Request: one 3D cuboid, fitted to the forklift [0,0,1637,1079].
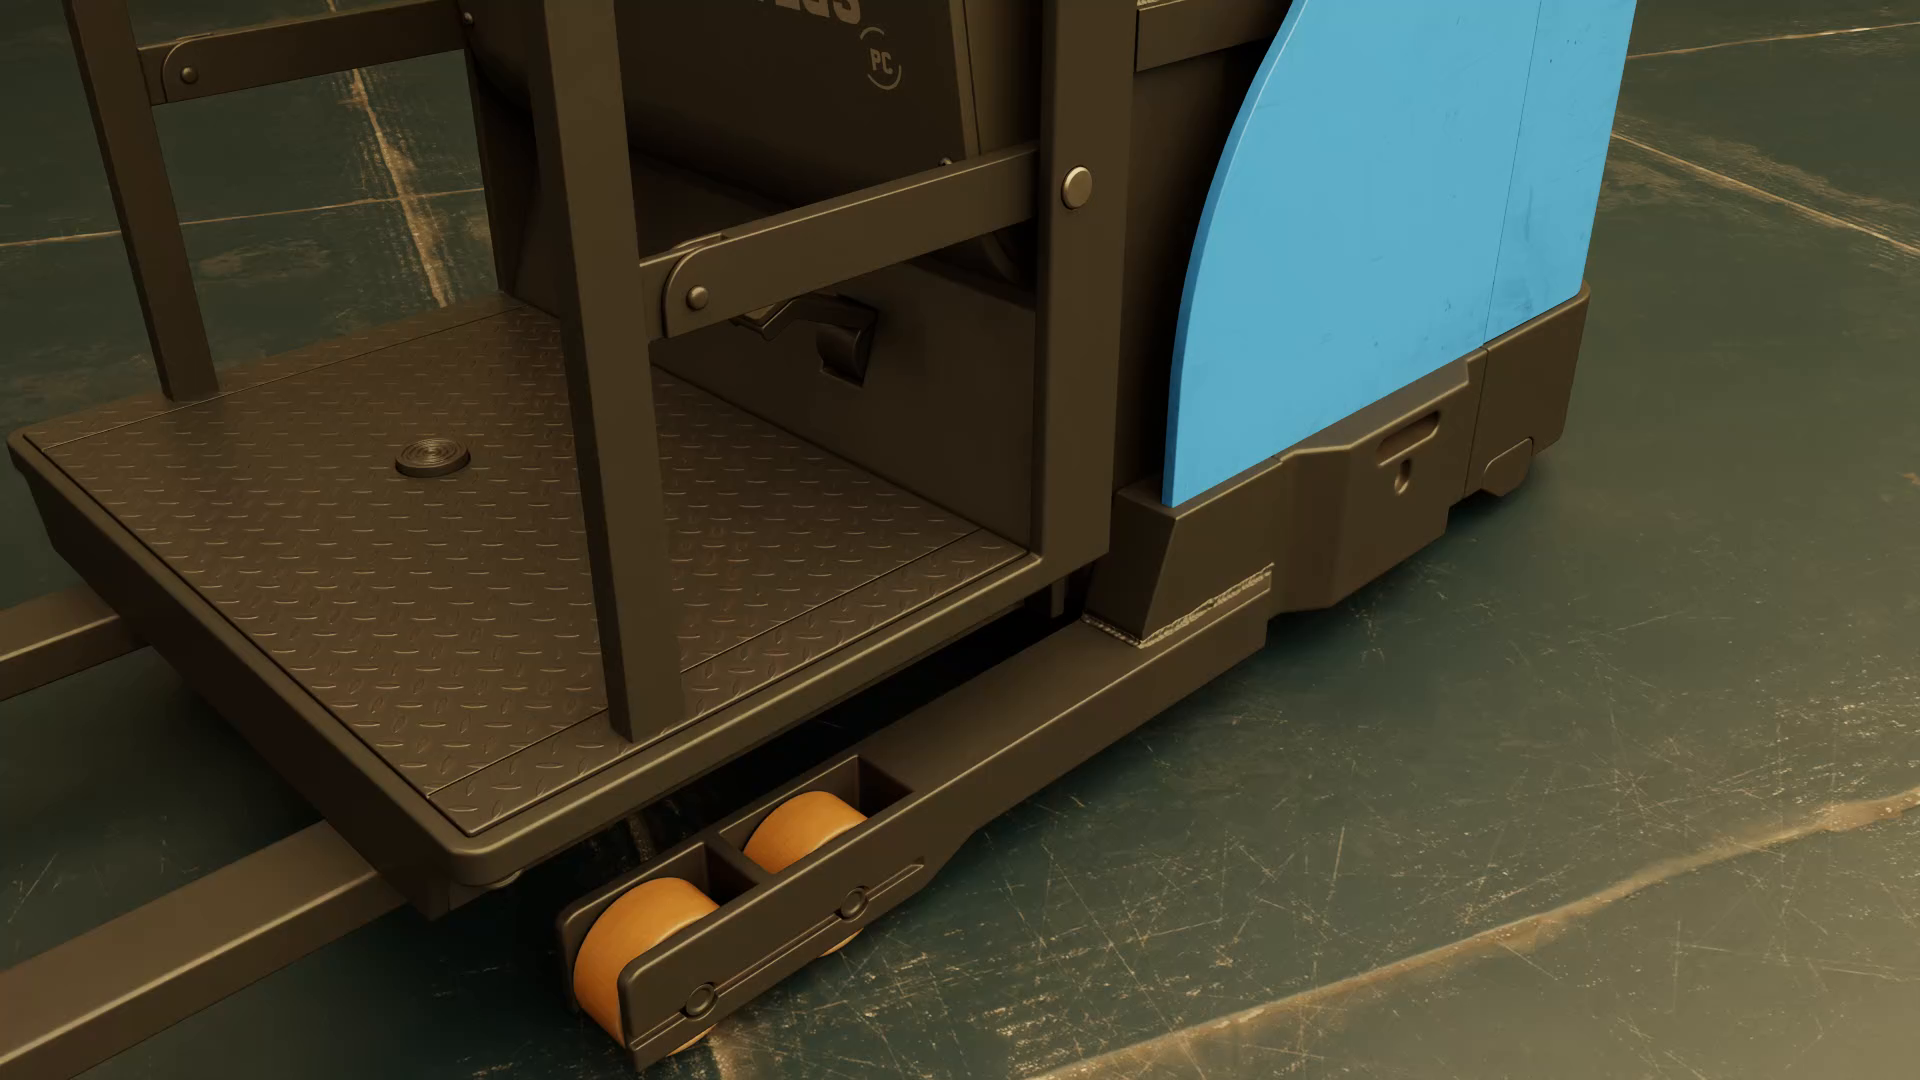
[{"bbox_3d":[-0.435,-1.063,1.405,3.031,2.935,1.130,-26,39,-37],"label":"forklift"}]
